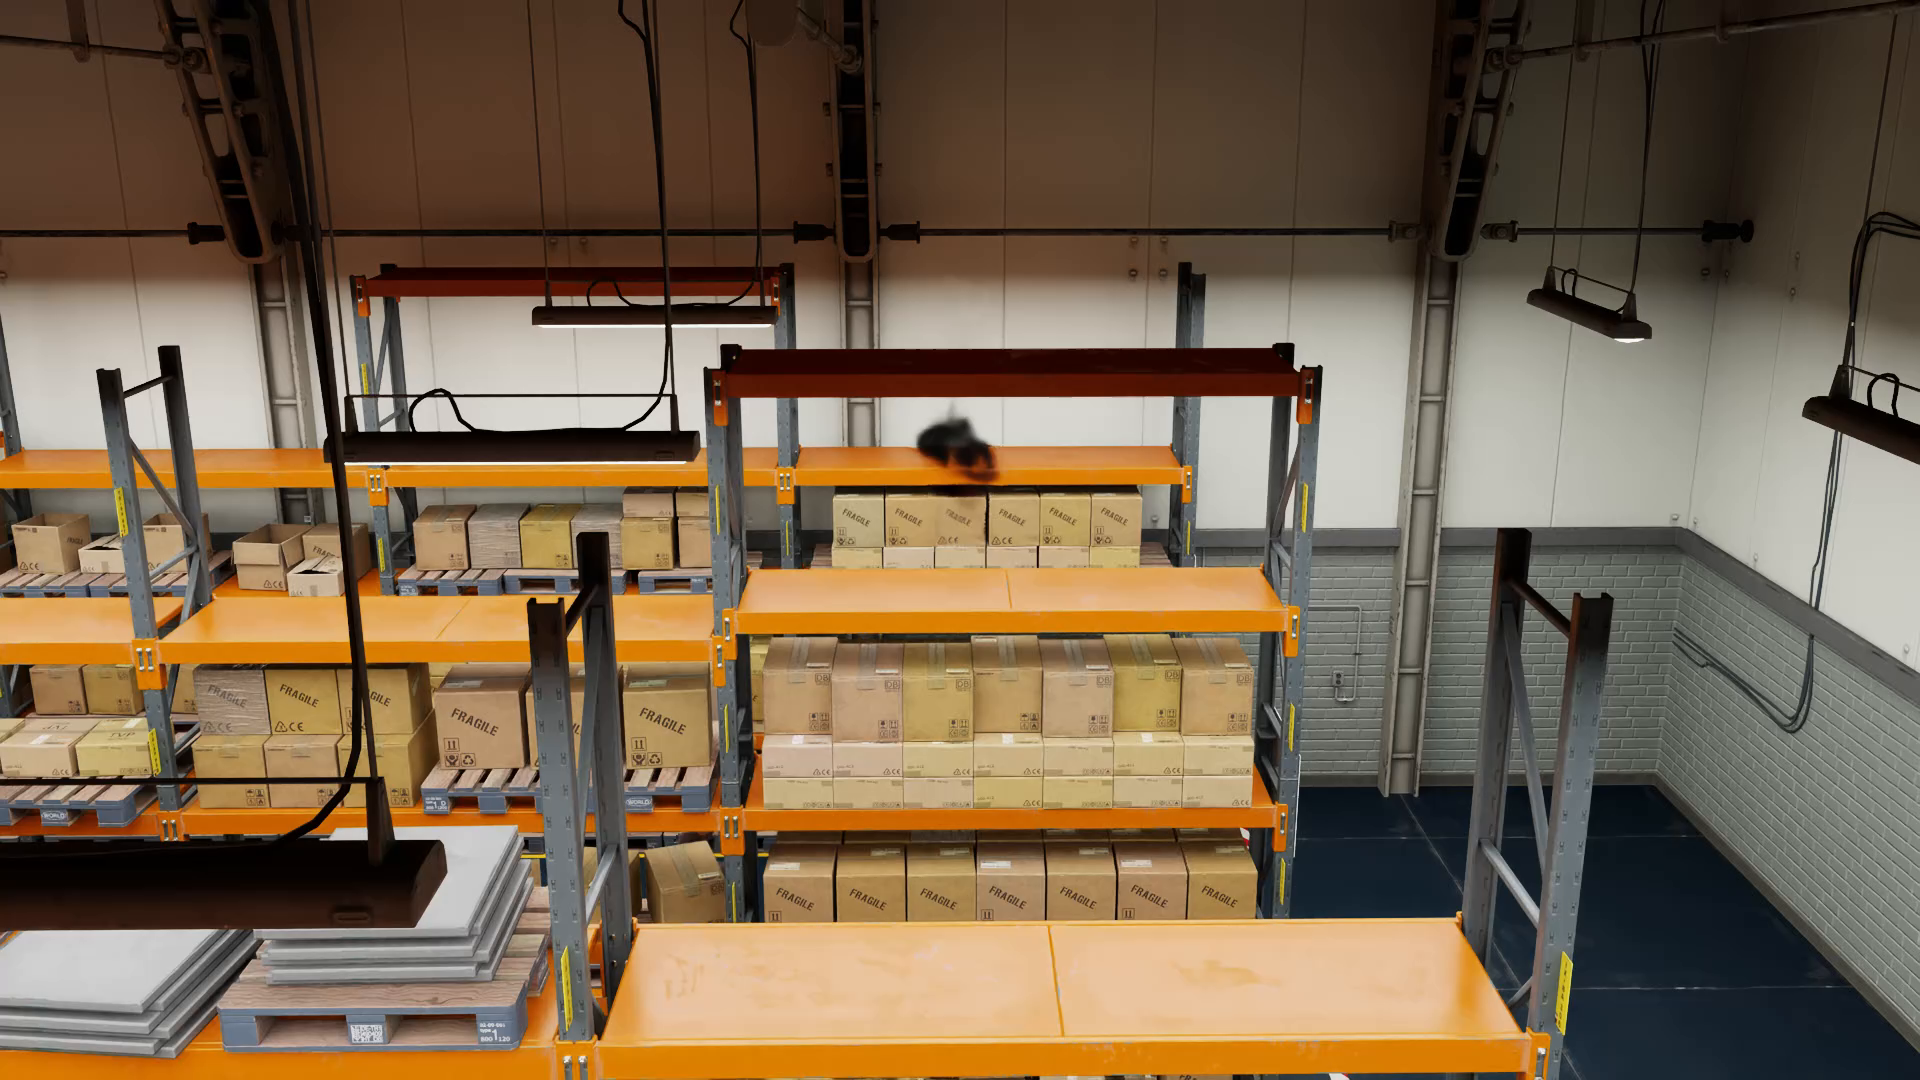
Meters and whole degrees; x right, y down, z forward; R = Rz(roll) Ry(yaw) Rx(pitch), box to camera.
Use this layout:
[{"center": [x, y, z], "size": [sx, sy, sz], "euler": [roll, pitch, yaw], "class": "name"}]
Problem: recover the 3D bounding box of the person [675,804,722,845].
[{"center": [-2.491, 2.640, 15.513], "size": [0.568, 1.688, 0.669], "euler": [-3, 16, -10], "class": "person"}]
